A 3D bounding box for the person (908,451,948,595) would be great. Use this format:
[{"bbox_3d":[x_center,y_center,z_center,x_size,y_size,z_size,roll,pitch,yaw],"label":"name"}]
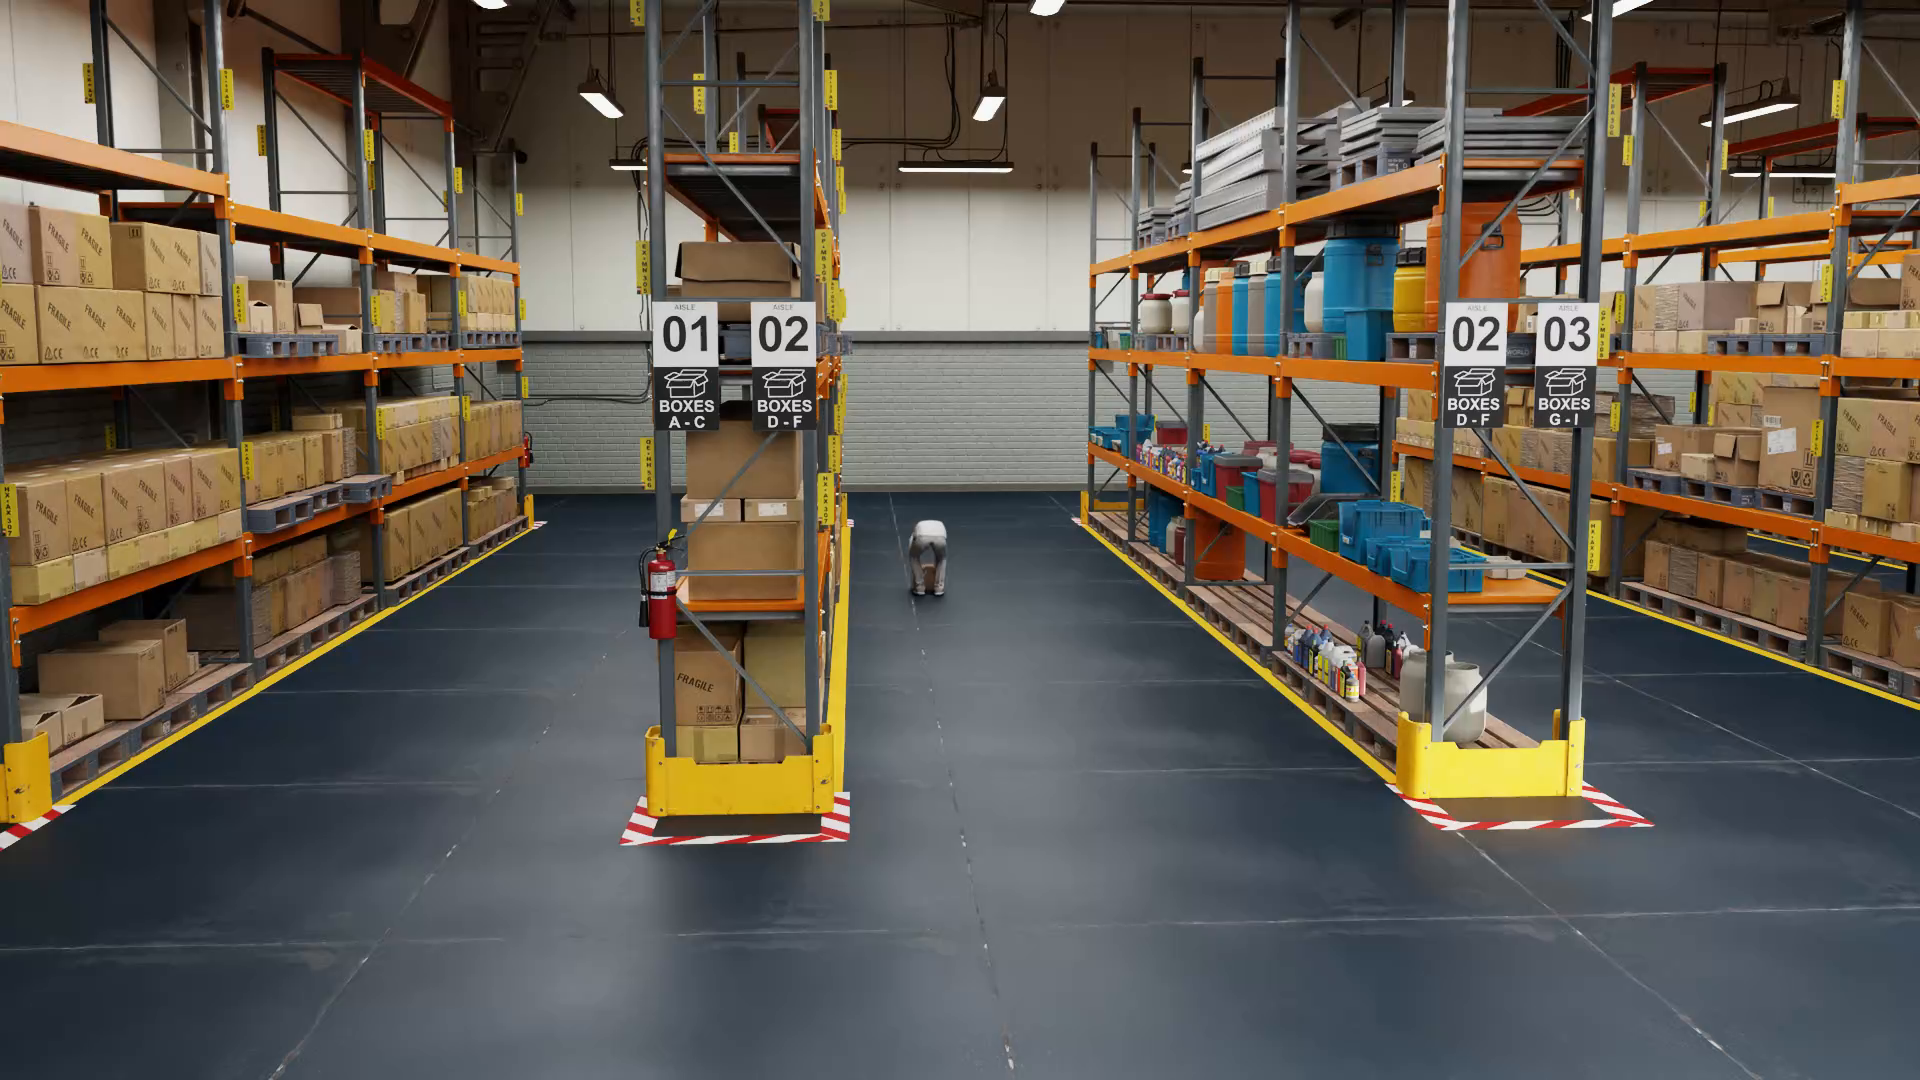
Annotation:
[{"bbox_3d":[-0.370,-0.200,19.301,0.459,1.687,0.556,0,7,-3],"label":"person"}]
